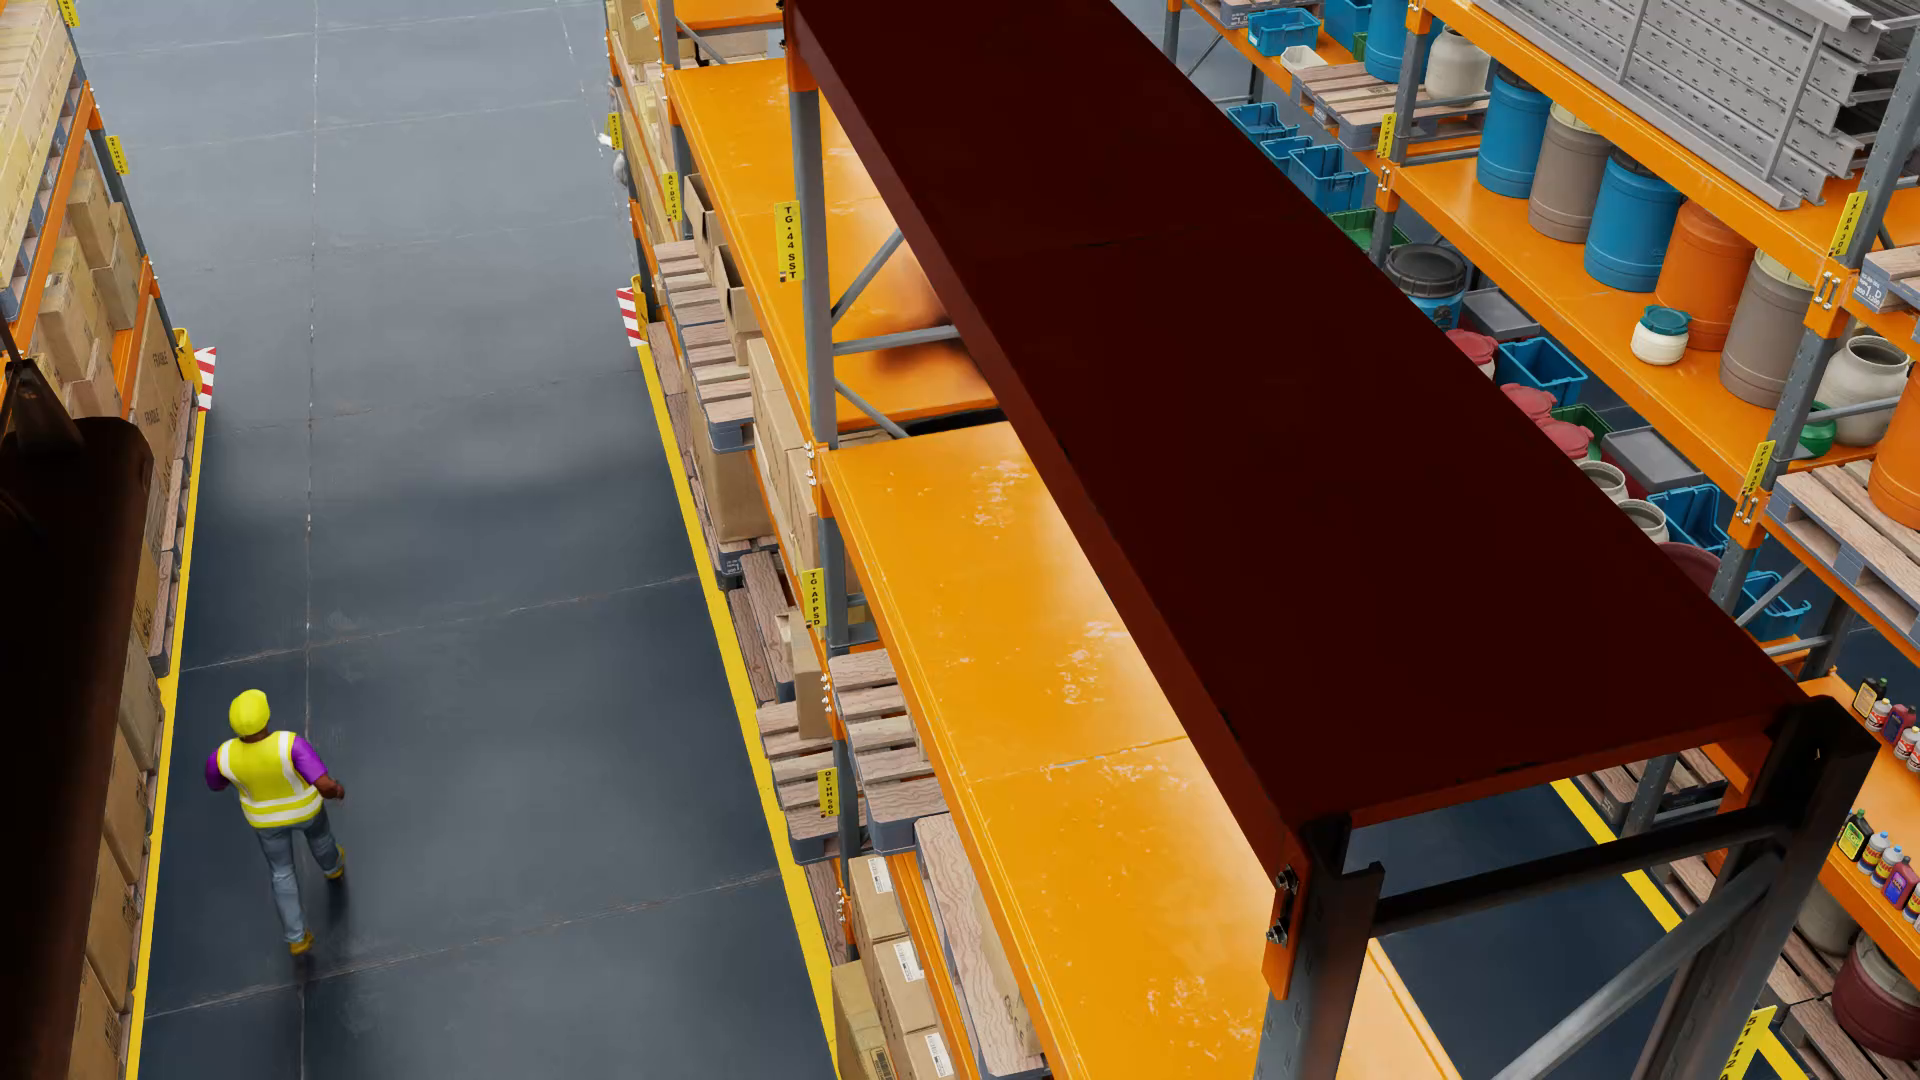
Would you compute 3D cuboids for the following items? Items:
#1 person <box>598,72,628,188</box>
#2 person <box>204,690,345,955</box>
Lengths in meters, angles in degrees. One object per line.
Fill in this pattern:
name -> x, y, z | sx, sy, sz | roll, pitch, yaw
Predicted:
person -> -3.196, -3.817, 16.297 | 0.721, 1.622, 0.533 | 9, 39, 11
person -> -3.833, 1.518, 9.442 | 0.700, 1.757, 0.982 | -10, 40, -13
